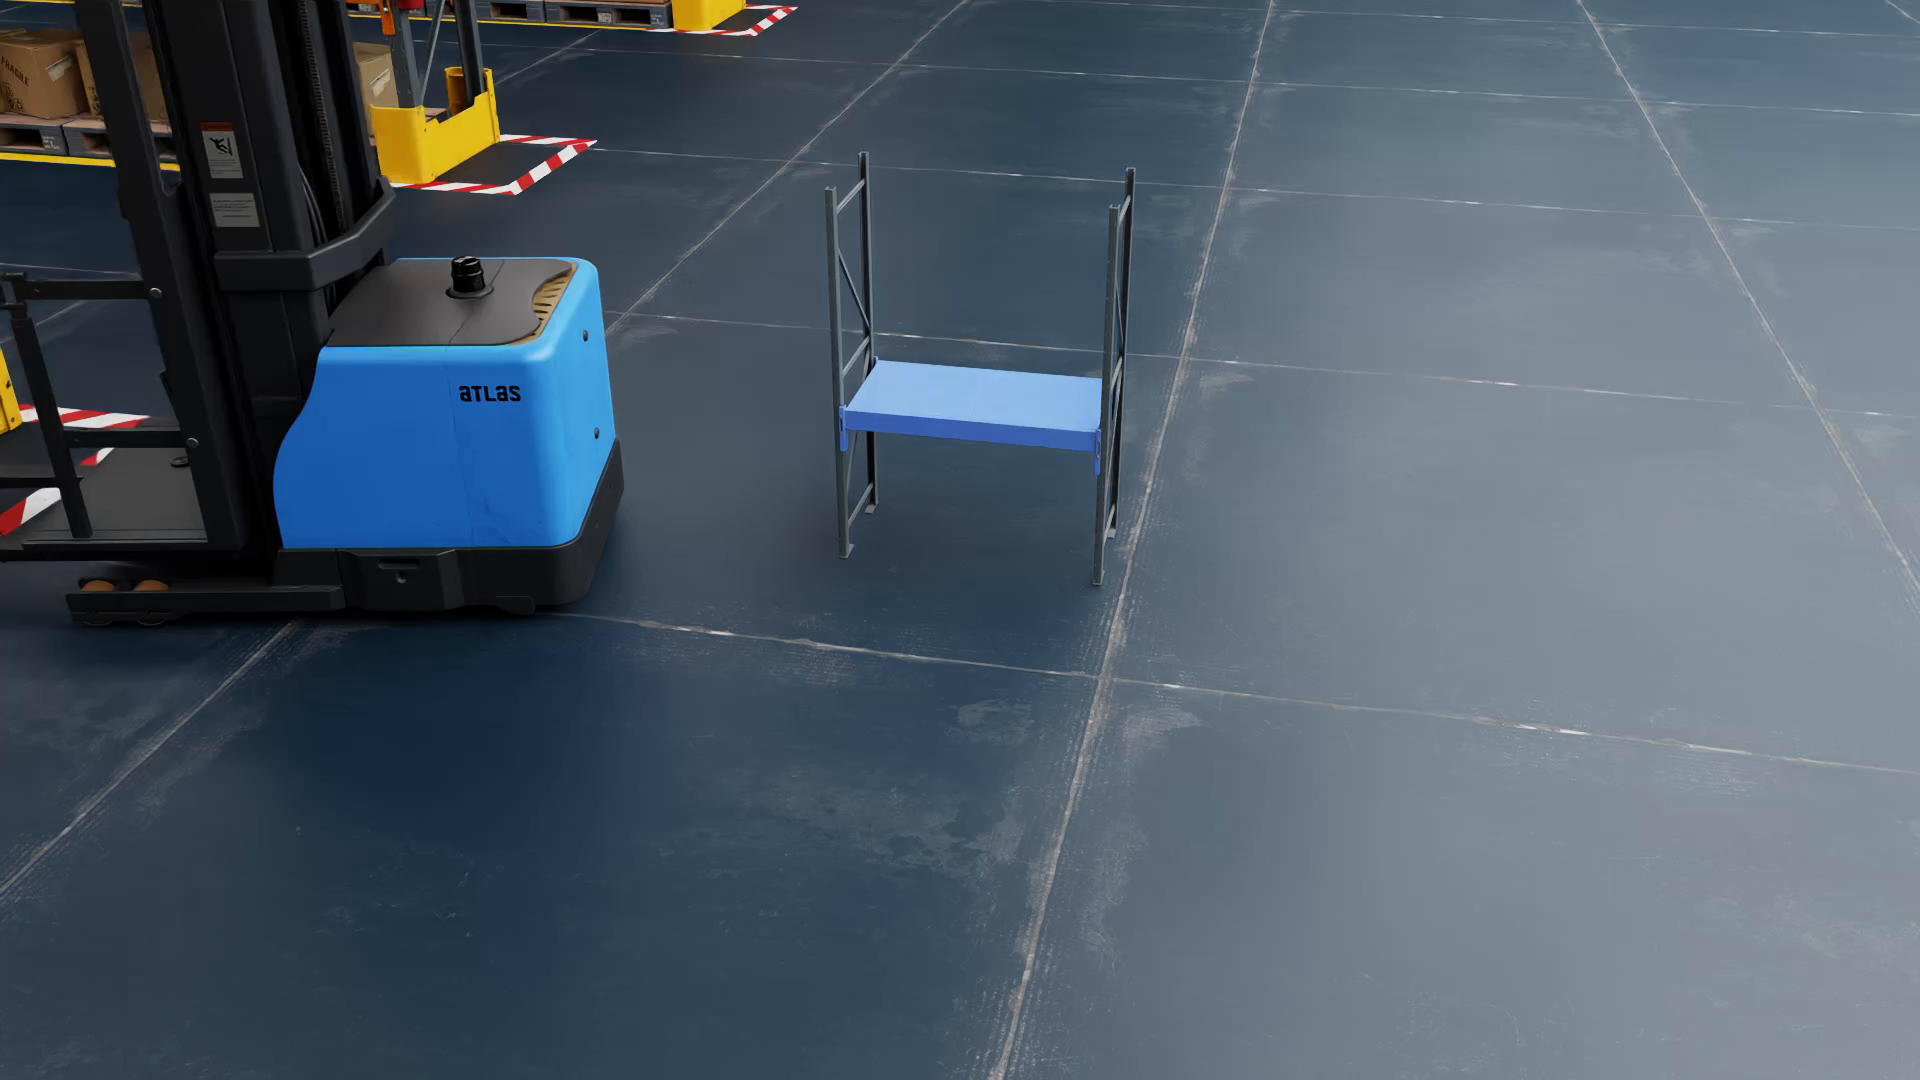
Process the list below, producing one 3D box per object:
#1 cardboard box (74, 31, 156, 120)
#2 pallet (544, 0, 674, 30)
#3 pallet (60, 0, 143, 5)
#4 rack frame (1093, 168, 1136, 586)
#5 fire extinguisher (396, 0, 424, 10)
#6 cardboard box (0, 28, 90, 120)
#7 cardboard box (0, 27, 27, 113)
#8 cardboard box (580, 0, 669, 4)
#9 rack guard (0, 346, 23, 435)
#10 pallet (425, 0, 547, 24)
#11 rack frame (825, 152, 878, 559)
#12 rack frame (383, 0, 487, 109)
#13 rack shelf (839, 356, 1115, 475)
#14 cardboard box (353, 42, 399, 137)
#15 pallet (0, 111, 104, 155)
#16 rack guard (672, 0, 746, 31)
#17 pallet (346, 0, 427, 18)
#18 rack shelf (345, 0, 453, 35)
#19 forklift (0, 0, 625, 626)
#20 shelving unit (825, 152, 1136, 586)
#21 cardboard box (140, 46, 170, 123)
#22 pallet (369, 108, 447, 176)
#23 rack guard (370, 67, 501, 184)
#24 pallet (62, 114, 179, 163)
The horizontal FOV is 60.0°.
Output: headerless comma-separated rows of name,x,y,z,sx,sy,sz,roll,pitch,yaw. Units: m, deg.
cardboard box,-5.871,-3.314,11.845,0.500,0.500,0.500,3,29,6
pallet,-3.191,-5.103,15.851,1.213,0.211,1.003,6,29,11
pallet,-8.272,-5.624,16.802,1.213,0.211,1.003,6,29,11
rack frame,0.581,-0.598,6.281,0.032,1.500,0.500,6,29,11
fire extinguisher,-3.512,-3.701,10.468,0.183,0.674,0.296,6,29,11
cardboard box,-6.495,-3.339,11.892,0.500,0.500,0.500,16,32,26
cardboard box,-7.057,-3.393,11.990,0.500,0.500,0.500,5,29,9
cardboard box,-3.070,-5.572,15.579,0.875,0.875,0.875,6,29,11
rack guard,-4.646,-0.526,7.191,0.348,0.500,1.175,6,29,11
pallet,-4.381,-5.226,16.076,1.213,0.211,1.003,6,29,11
rack frame,-0.414,-0.700,6.467,0.032,1.500,0.500,6,29,11
rack frame,-3.528,-3.963,10.866,0.127,3.000,1.000,6,29,11
rack shelf,0.083,-0.492,6.461,1.000,0.185,0.538,6,29,11
cardboard box,-4.135,-3.121,11.494,0.500,0.500,0.500,11,31,20
pallet,-6.775,-3.090,12.175,1.213,0.211,1.003,6,29,11
rack guard,-2.370,-5.184,15.698,0.348,0.500,1.175,6,29,11
pallet,-5.578,-5.347,16.298,1.213,0.211,1.003,6,29,11
rack shelf,-5.484,-3.848,11.405,4.000,0.370,1.077,6,29,11
forklift,-2.919,-1.223,5.931,3.031,2.935,1.130,0,29,-1
shelving unit,0.083,-0.649,6.374,1.048,1.500,0.538,6,29,11
cardboard box,-5.335,-3.237,11.705,0.500,0.500,0.500,9,30,15
pallet,-4.389,-2.846,11.728,1.213,0.211,1.003,6,29,11
rack guard,-3.602,-2.874,11.480,0.348,0.500,1.175,6,29,11
pallet,-5.579,-2.969,11.954,1.213,0.211,1.003,6,29,11
